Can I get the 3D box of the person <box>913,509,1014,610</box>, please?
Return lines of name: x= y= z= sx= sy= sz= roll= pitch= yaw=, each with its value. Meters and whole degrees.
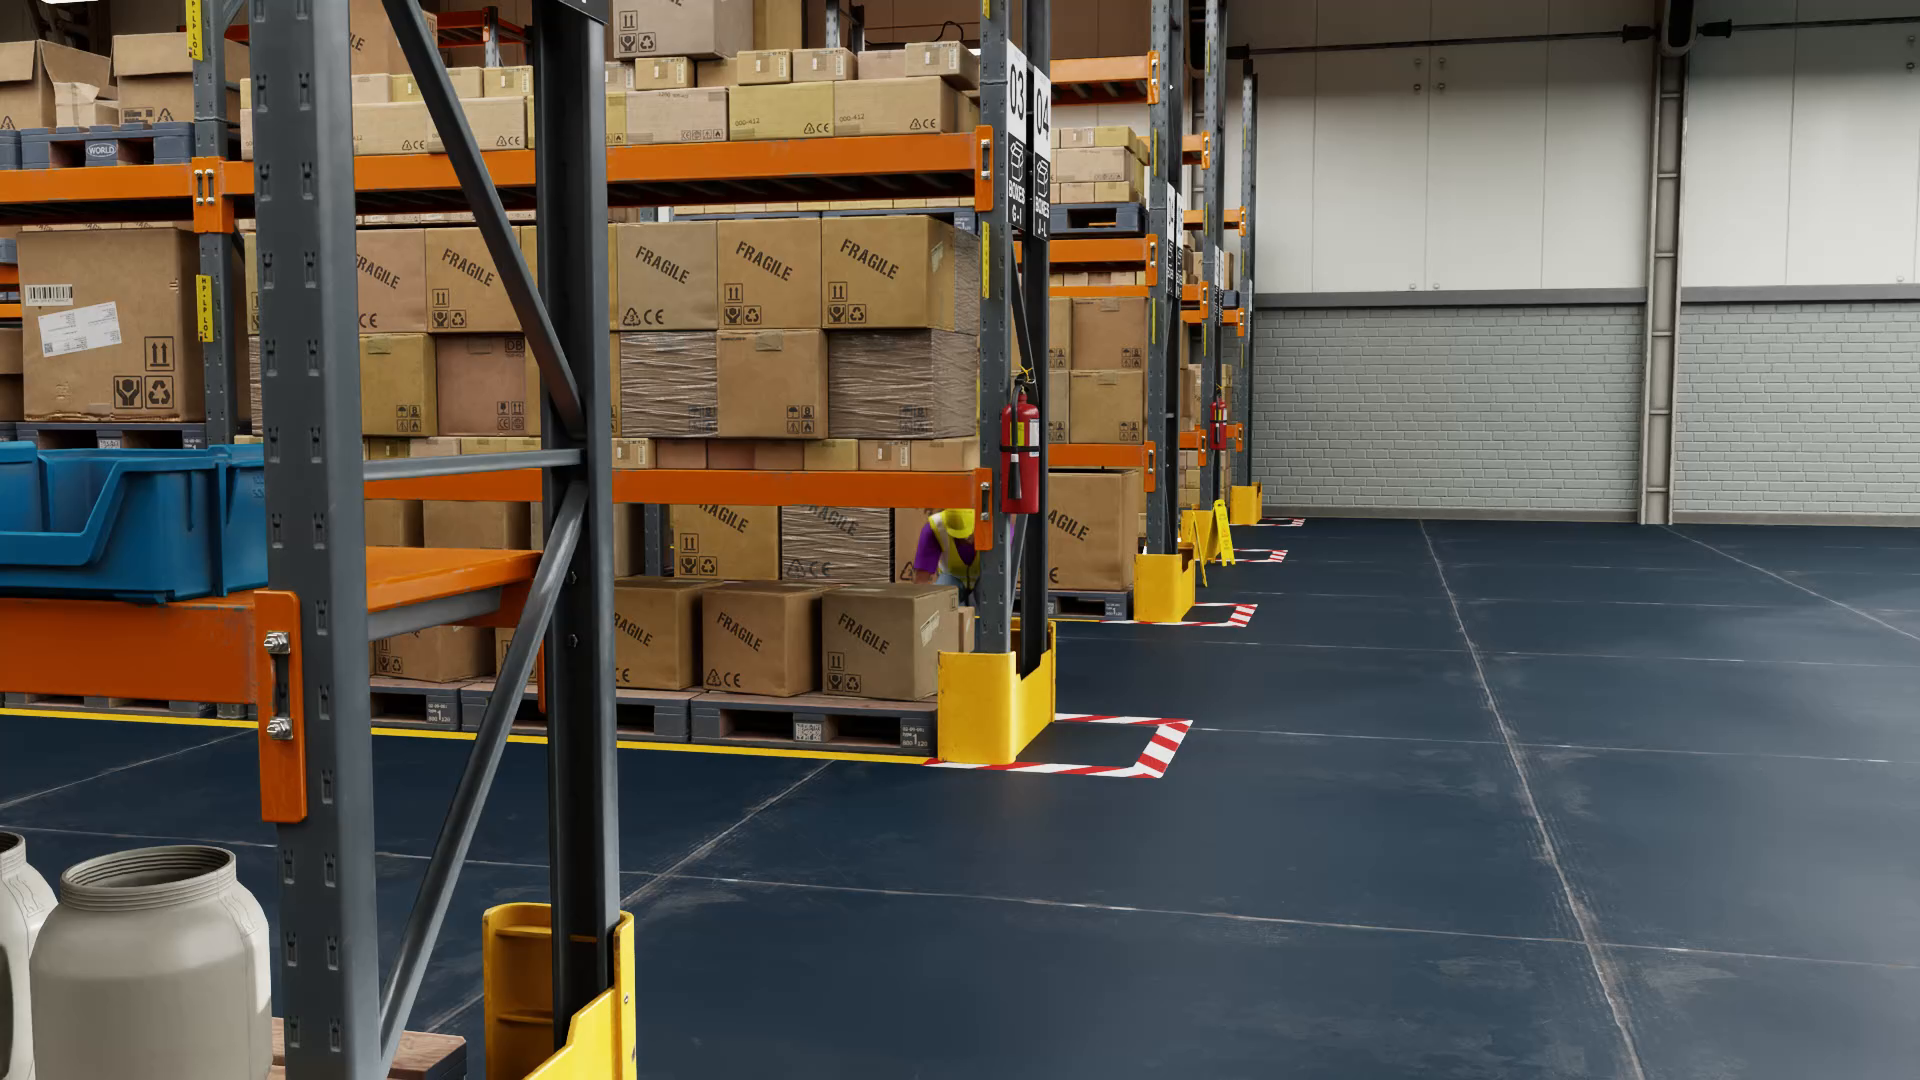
person: x=0.069 y=0.256 z=9.775 sx=0.603 sy=1.111 sz=0.860 roll=1 pitch=5 yaw=14
